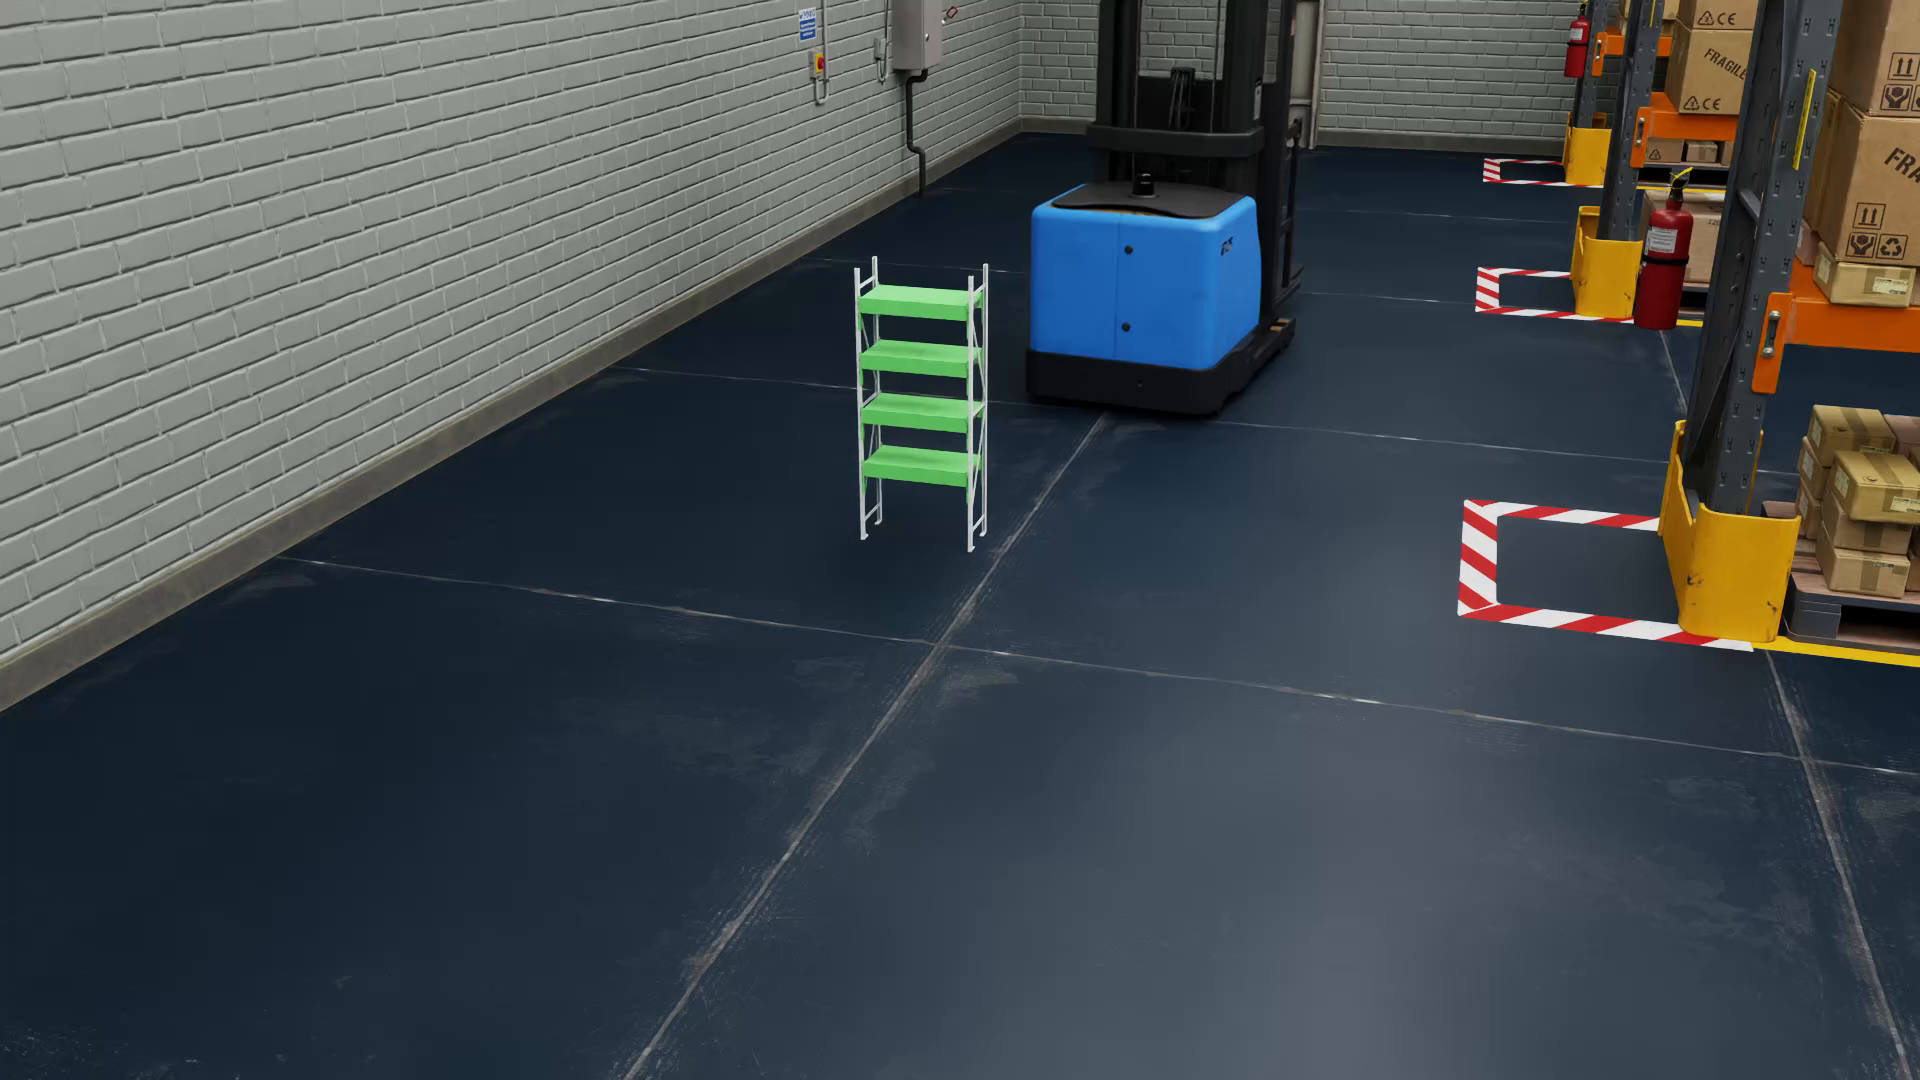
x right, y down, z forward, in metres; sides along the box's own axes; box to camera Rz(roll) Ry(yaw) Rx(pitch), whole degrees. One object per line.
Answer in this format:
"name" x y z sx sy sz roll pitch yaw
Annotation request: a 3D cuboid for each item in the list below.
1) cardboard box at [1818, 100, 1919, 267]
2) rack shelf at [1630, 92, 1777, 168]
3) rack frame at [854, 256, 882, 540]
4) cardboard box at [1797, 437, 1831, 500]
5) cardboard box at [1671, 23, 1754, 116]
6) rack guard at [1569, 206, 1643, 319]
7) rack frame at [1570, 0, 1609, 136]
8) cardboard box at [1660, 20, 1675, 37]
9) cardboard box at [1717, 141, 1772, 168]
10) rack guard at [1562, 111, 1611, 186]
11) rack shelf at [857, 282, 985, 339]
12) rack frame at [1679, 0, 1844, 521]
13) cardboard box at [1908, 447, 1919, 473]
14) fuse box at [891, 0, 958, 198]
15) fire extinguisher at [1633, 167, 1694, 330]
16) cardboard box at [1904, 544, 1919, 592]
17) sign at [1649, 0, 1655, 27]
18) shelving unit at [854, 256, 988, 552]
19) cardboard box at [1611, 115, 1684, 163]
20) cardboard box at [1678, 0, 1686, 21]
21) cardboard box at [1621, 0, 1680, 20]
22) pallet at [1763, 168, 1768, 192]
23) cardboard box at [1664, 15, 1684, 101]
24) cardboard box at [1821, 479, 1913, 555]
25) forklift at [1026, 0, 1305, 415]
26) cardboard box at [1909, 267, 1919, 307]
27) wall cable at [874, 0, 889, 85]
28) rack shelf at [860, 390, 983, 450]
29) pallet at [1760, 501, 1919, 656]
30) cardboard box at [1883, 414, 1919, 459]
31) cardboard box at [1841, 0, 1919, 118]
"cardboard box" 3.383 -1.263 5.874 0.500 0.500 0.500 8 24 18
"rack shelf" 6.280 -2.487 10.327 4.000 0.370 1.077 7 23 16
"rack frame" -0.392 -0.600 7.152 0.015 1.200 0.240 7 23 16
"cardboard box" 3.620 -0.288 6.830 0.250 0.149 0.380 6 23 14
"cardboard box" 4.742 -2.928 10.324 0.500 0.500 0.500 6 23 15
"rack guard" 4.343 -1.885 11.206 0.348 0.500 1.175 7 23 16
"rack frame" 5.796 -4.842 15.123 0.127 3.000 1.000 7 23 16
"cardboard box" 6.288 -4.579 14.813 0.250 0.149 0.380 7 23 17
"cardboard box" 7.161 -3.671 15.007 0.500 0.500 0.700 8 23 18
"rack guard" 5.869 -3.678 15.577 0.348 0.500 1.175 7 23 16
"rack shelf" -0.158 -0.958 6.929 0.480 0.148 0.258 7 23 16
"rack frame" 3.033 -1.229 6.314 0.127 3.000 1.000 7 23 16
"cardboard box" 3.735 -0.212 6.254 0.250 0.149 0.380 7 23 16
"fuse box" -0.293 -3.799 14.278 0.414 1.711 0.539 7 23 16
"fire extinguisher" 2.925 -1.216 6.875 0.183 0.674 0.296 7 23 16
"cardboard box" 3.716 0.068 6.354 0.250 0.149 0.380 6 23 15
"sign" 4.200 -3.275 10.056 0.005 0.325 0.100 7 23 16
"shelving unit" -0.158 -0.573 7.087 0.503 1.200 0.258 7 23 16
"cardboard box" 6.354 -3.780 15.269 0.637 0.503 0.797 6 23 13
"cardboard box" 4.896 -3.581 10.599 0.500 0.500 0.500 7 23 17
"cardboard box" 6.152 -4.763 14.735 0.500 0.250 0.500 7 23 16
"pallet" 7.796 -3.322 15.092 1.213 0.211 1.003 7 23 16
"cardboard box" 4.904 -3.128 10.812 0.500 0.500 0.500 7 23 16
"cardboard box" 3.460 -0.091 6.351 0.250 0.149 0.380 8 23 18
"forklift" 1.410 -2.536 9.590 1.130 2.935 3.031 9 24 22
"cardboard box" 3.504 -0.945 5.953 0.250 0.149 0.380 7 23 17
"wall cable" -0.641 -4.635 13.278 0.122 1.984 0.588 7 23 16
"rack shelf" -0.158 -0.514 7.111 0.480 0.148 0.258 7 23 16
"pallet" 3.873 0.171 6.574 1.213 0.211 1.003 7 23 16
"cardboard box" 3.837 -0.365 6.627 0.250 0.149 0.380 7 23 17
"cardboard box" 3.386 -1.730 5.693 0.500 0.500 0.500 6 23 15
